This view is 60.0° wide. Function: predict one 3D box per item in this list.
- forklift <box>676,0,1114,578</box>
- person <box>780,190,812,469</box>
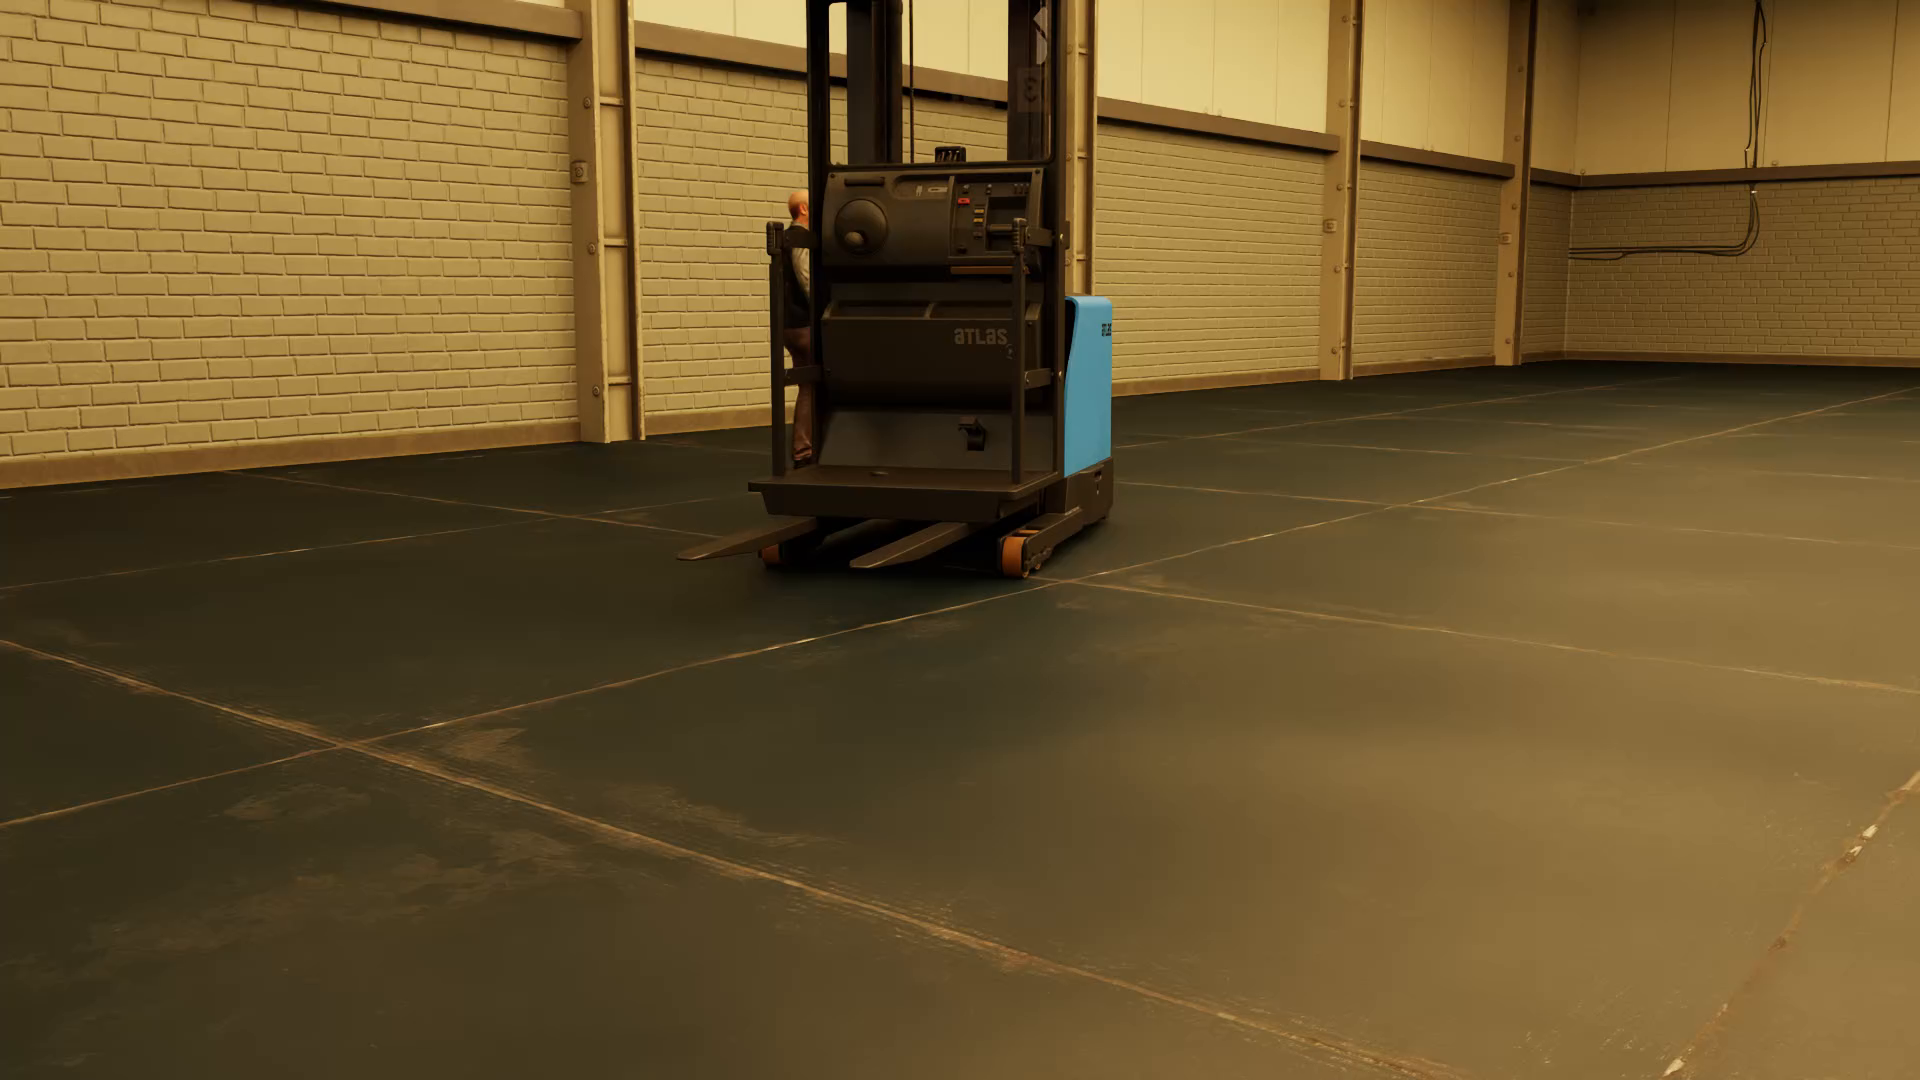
[{"bbox_3d":[-0.176,-1.366,6.616,1.130,2.935,3.031,3,9,17],"label":"forklift"},{"bbox_3d":[-0.867,-1.300,10.340,0.549,1.723,0.679,-4,9,-26],"label":"person"}]
